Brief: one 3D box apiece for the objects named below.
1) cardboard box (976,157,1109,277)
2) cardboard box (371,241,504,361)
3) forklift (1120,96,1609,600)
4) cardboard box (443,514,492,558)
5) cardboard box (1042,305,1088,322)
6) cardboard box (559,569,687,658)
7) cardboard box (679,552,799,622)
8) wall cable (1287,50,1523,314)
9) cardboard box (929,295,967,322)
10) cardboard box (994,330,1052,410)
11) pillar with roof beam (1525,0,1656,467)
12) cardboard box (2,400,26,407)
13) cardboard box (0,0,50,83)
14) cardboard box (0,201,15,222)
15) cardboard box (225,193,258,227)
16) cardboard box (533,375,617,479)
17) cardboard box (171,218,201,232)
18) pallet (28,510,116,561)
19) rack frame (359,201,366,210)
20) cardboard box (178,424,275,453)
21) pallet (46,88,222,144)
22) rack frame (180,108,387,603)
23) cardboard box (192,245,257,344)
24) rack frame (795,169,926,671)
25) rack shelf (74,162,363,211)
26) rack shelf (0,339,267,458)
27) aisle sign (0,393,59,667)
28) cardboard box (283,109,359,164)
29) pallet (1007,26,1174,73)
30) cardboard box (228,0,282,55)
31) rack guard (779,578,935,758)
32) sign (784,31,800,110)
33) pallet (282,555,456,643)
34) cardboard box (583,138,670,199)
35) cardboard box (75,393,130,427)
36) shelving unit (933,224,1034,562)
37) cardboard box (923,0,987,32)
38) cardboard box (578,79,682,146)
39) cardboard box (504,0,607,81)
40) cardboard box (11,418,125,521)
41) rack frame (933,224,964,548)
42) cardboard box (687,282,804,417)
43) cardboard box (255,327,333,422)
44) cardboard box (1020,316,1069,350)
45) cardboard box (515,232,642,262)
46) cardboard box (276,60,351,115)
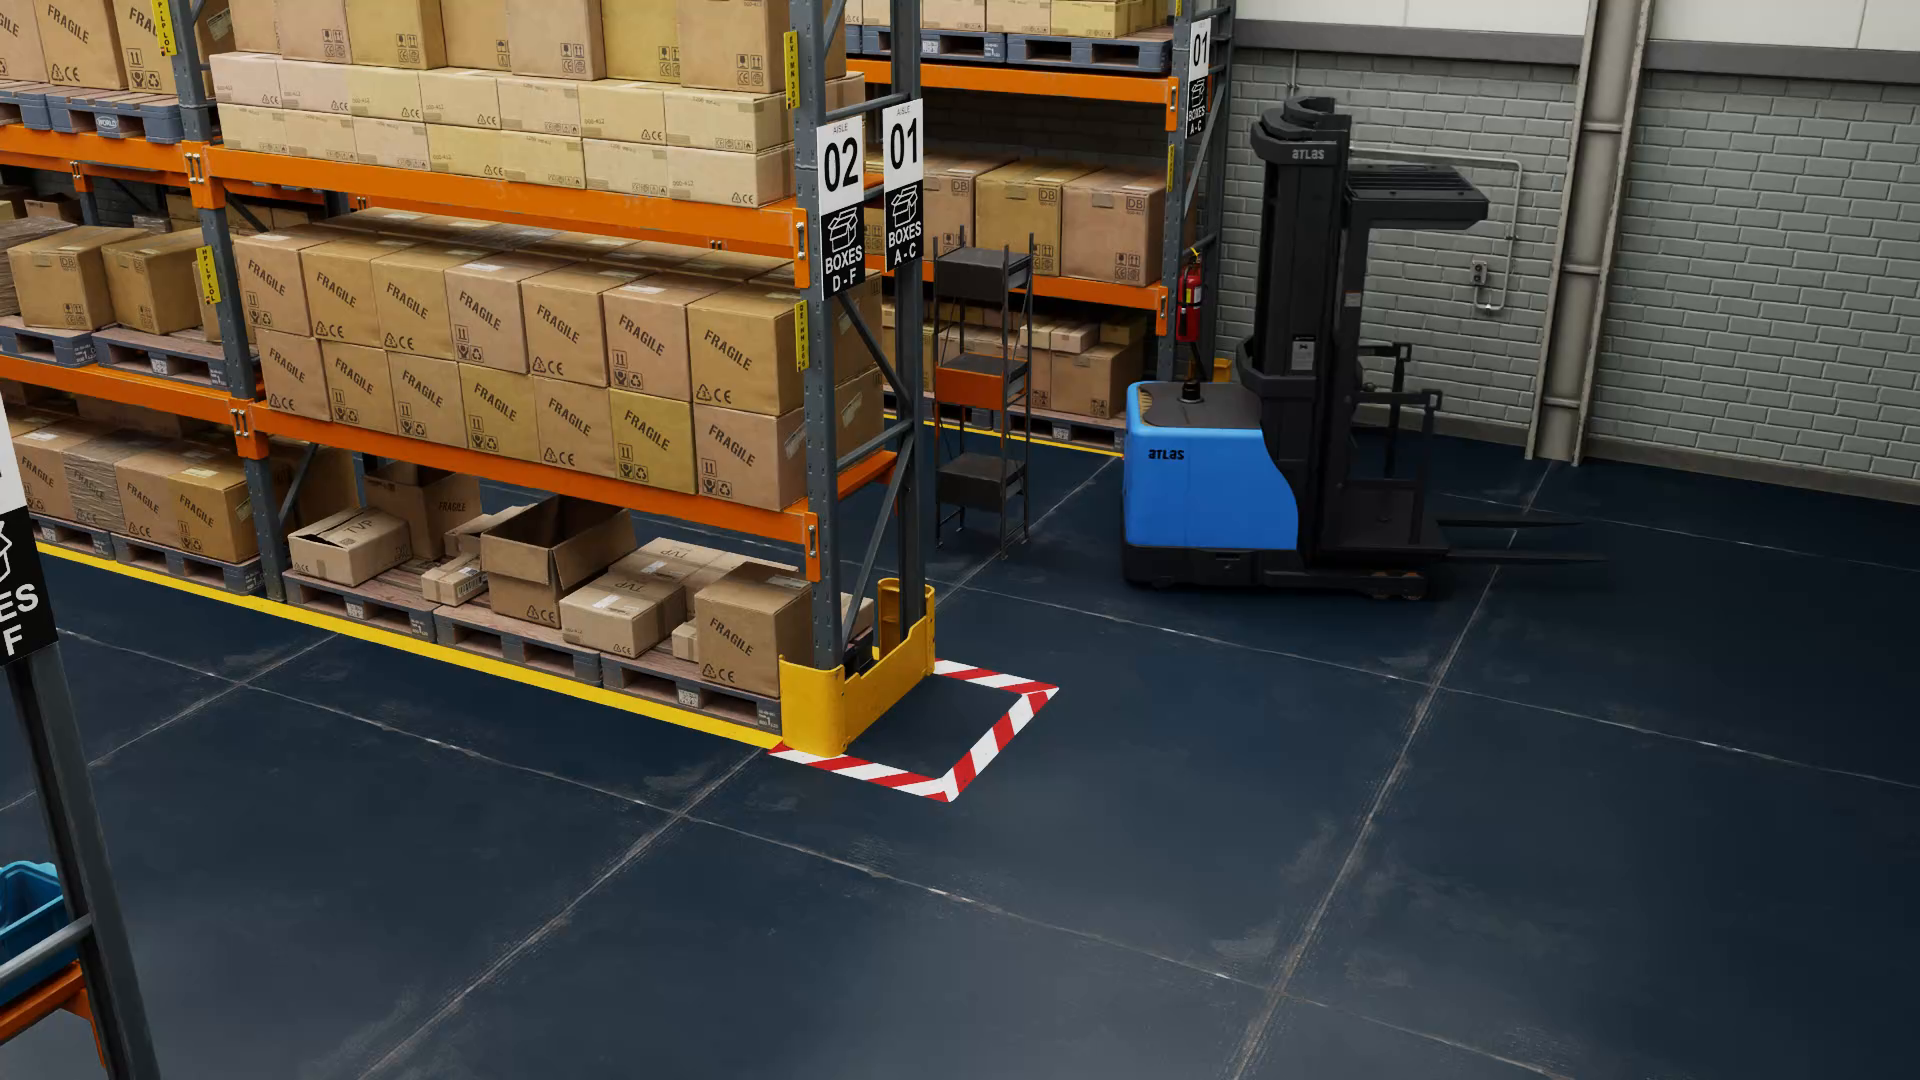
[{"bbox_3d":[0.648,-2.545,13.019,0.700,0.700,0.980,11,25,24],"label":"cardboard box"},{"bbox_3d":[-2.827,-1.314,9.102,0.500,0.500,0.500,10,25,23],"label":"cardboard box"},{"bbox_3d":[2.572,-1.191,10.304,3.031,2.935,1.130,1,23,3],"label":"forklift"},{"bbox_3d":[-3.041,-0.015,10.534,0.250,0.149,0.380,11,25,25],"label":"cardboard box"},{"bbox_3d":[0.842,-1.763,13.391,0.250,0.149,0.380,11,26,25],"label":"cardboard box"},{"bbox_3d":[-1.900,0.409,9.406,0.500,0.250,0.500,11,25,25],"label":"cardboard box"},{"bbox_3d":[-1.273,0.314,9.629,0.500,0.250,0.500,11,25,25],"label":"cardboard box"},{"bbox_3d":[3.332,-2.768,12.627,1.851,1.984,0.084,11,25,25],"label":"wall cable"},{"bbox_3d":[-0.064,-1.942,13.812,0.250,0.149,0.380,11,25,24],"label":"cardboard box"},{"bbox_3d":[0.646,-1.416,13.404,0.500,0.500,0.700,11,25,24],"label":"cardboard box"},{"bbox_3d":[2.619,-3.279,7.461,0.400,9.000,9.100,11,25,25],"label":"pillar with roof beam"},{"bbox_3d":[-6.669,-0.847,12.040,0.500,0.500,0.500,12,26,27],"label":"cardboard box"},{"bbox_3d":[-5.647,-3.186,10.285,0.600,0.600,0.600,10,25,22],"label":"cardboard box"},{"bbox_3d":[-6.996,-2.045,11.562,0.500,0.500,0.700,3,23,7],"label":"cardboard box"},{"bbox_3d":[-7.422,-3.421,17.135,0.500,0.250,0.500,10,25,23],"label":"cardboard box"},{"bbox_3d":[-1.900,-0.676,8.878,0.500,0.500,0.500,11,26,25],"label":"cardboard box"},{"bbox_3d":[-7.799,-3.169,17.501,0.500,0.500,0.700,11,25,24],"label":"cardboard box"},{"bbox_3d":[-5.875,-0.234,11.530,1.213,0.211,1.003,11,25,25],"label":"pallet"},{"bbox_3d":[-5.377,-3.609,15.903,0.127,3.000,1.000,11,25,25],"label":"rack frame"},{"bbox_3d":[-4.842,-0.485,11.188,0.500,0.500,0.500,12,26,25],"label":"cardboard box"},{"bbox_3d":[-4.590,-2.605,9.950,1.003,0.211,1.213,11,25,25],"label":"pallet"},{"bbox_3d":[-4.039,-1.172,10.172,0.127,3.000,1.000,11,25,25],"label":"rack frame"},{"bbox_3d":[-4.361,-1.573,10.451,0.500,0.500,0.700,3,23,7],"label":"cardboard box"},{"bbox_3d":[-0.470,-0.465,8.511,0.127,3.000,1.000,11,25,25],"label":"rack frame"},{"bbox_3d":[-7.162,-3.631,16.874,4.000,0.370,1.077,11,25,25],"label":"rack shelf"},{"bbox_3d":[-5.824,-1.194,11.143,4.000,0.370,1.077,11,25,25],"label":"rack shelf"},{"bbox_3d":[-2.510,-0.023,4.150,0.004,0.787,0.394,11,25,25],"label":"aisle sign"},{"bbox_3d":[-3.273,-2.221,8.998,0.500,0.250,0.500,11,25,25],"label":"cardboard box"},{"bbox_3d":[1.095,-3.663,12.311,1.213,0.211,1.003,11,25,25],"label":"pallet"},{"bbox_3d":[-3.588,-2.986,9.199,0.500,0.500,0.700,11,25,25],"label":"cardboard box"},{"bbox_3d":[-0.538,0.672,9.032,0.348,0.500,1.175,11,25,25],"label":"rack guard"},{"bbox_3d":[-0.738,-2.063,7.303,0.005,0.325,0.100,11,25,25],"label":"sign"},{"bbox_3d":[-3.427,0.233,10.432,1.213,0.211,1.003,11,25,25],"label":"pallet"},{"bbox_3d":[-1.488,-1.867,8.167,0.500,0.250,0.500,11,25,25],"label":"cardboard box"},{"bbox_3d":[-5.701,-1.004,11.452,0.500,0.250,0.500,11,25,24],"label":"cardboard box"},{"bbox_3d":[0.148,-0.937,10.770,0.503,2.100,0.431,11,25,25],"label":"shelving unit"},{"bbox_3d":[0.057,-3.965,12.435,0.500,0.250,0.500,10,25,23],"label":"cardboard box"},{"bbox_3d":[-1.490,-2.096,8.067,0.500,0.250,0.500,11,25,25],"label":"cardboard box"},{"bbox_3d":[-1.838,-2.605,8.305,0.500,0.500,0.700,11,25,25],"label":"cardboard box"},{"bbox_3d":[-5.949,-0.479,11.175,0.500,0.500,0.500,10,25,23],"label":"cardboard box"},{"bbox_3d":[-0.070,-0.980,10.872,0.015,2.100,0.400,11,25,25],"label":"rack frame"},{"bbox_3d":[-0.991,-0.954,8.255,0.500,0.500,0.500,11,25,24],"label":"cardboard box"},{"bbox_3d":[-3.707,-1.032,9.717,0.500,0.500,0.500,12,26,26],"label":"cardboard box"},{"bbox_3d":[0.667,-1.630,13.079,0.250,0.149,0.380,12,26,26],"label":"cardboard box"},{"bbox_3d":[-2.115,-1.411,9.329,0.500,0.500,0.500,11,25,24],"label":"cardboard box"},{"bbox_3d":[-3.271,-2.453,8.904,0.500,0.250,0.500,11,25,25],"label":"cardboard box"}]
